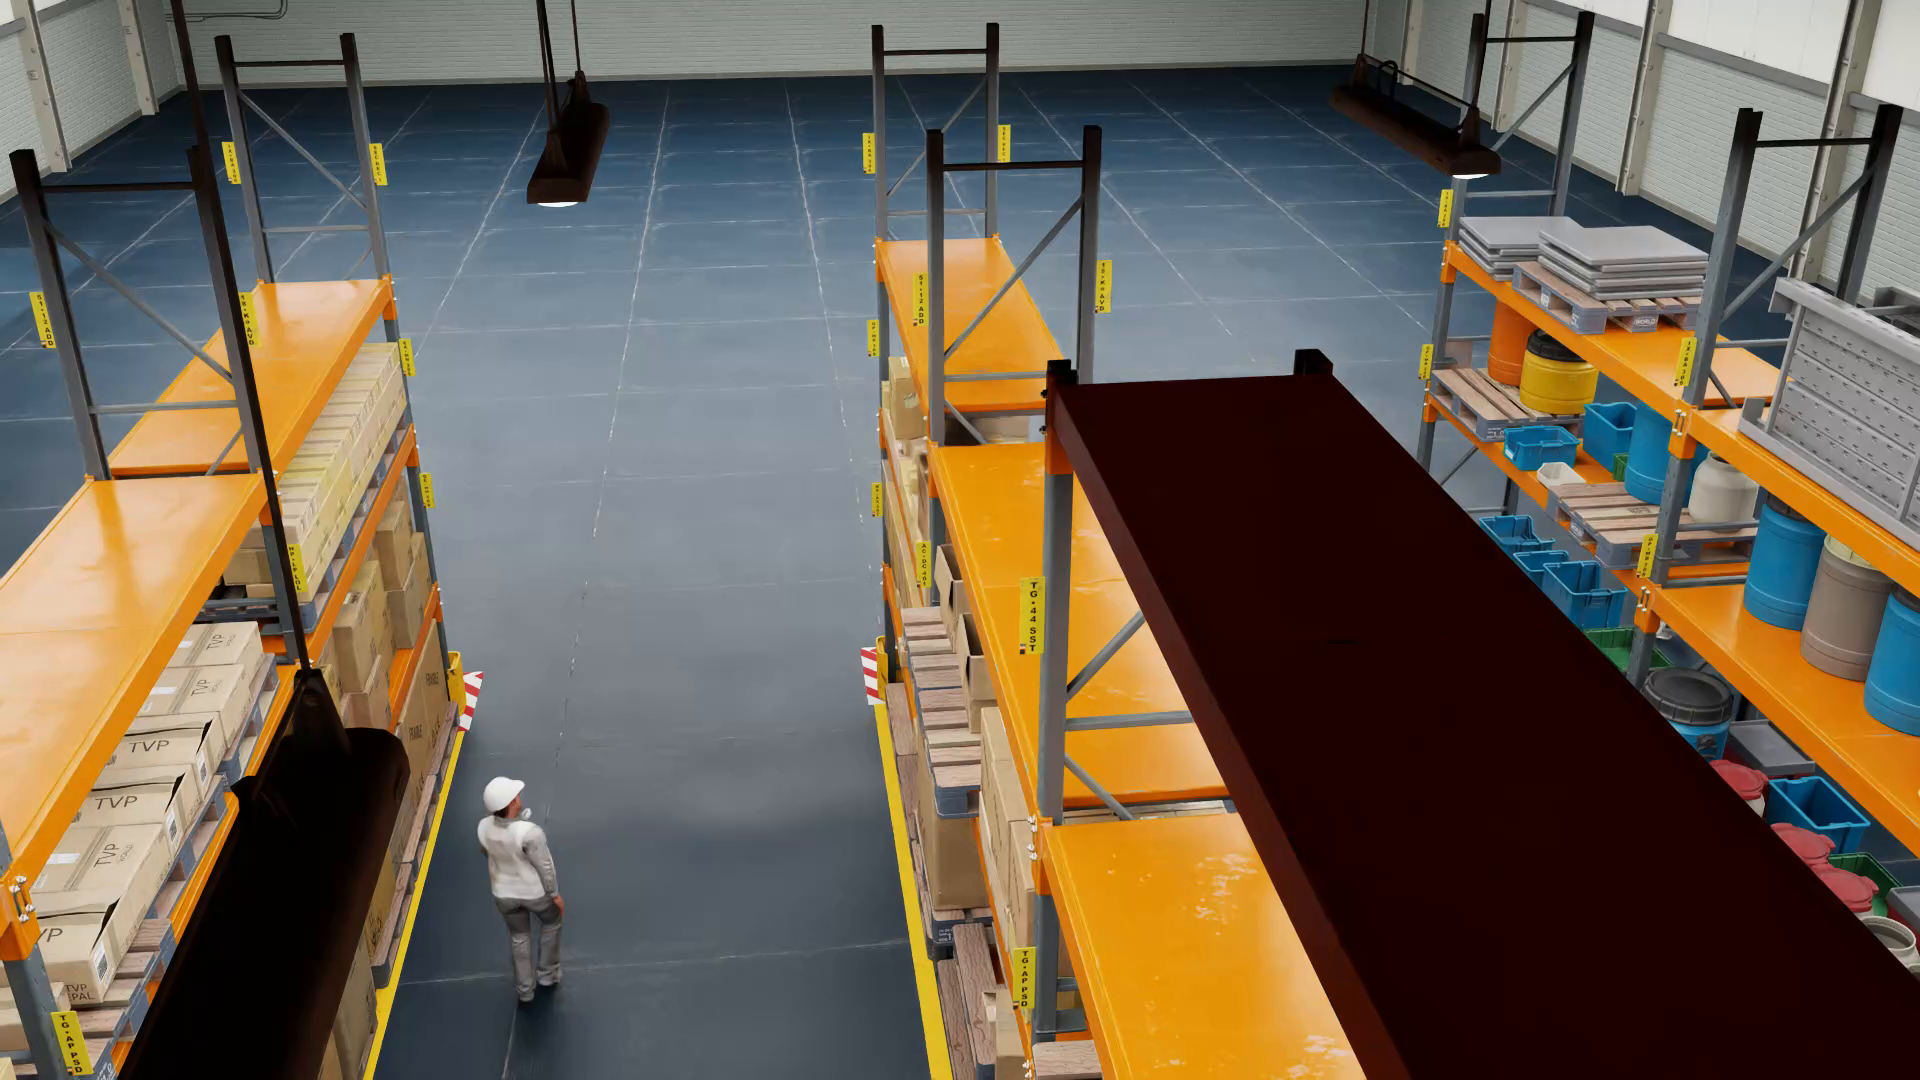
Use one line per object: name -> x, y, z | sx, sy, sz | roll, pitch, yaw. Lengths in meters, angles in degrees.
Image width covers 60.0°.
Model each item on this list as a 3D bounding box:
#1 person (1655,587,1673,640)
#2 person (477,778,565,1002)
person -> 6.758, 0.264, 16.030 | 0.377, 1.674, 0.553 | 21, 32, 37
person -> -3.015, 2.376, 11.578 | 0.616, 1.809, 0.627 | 1, 26, 2
